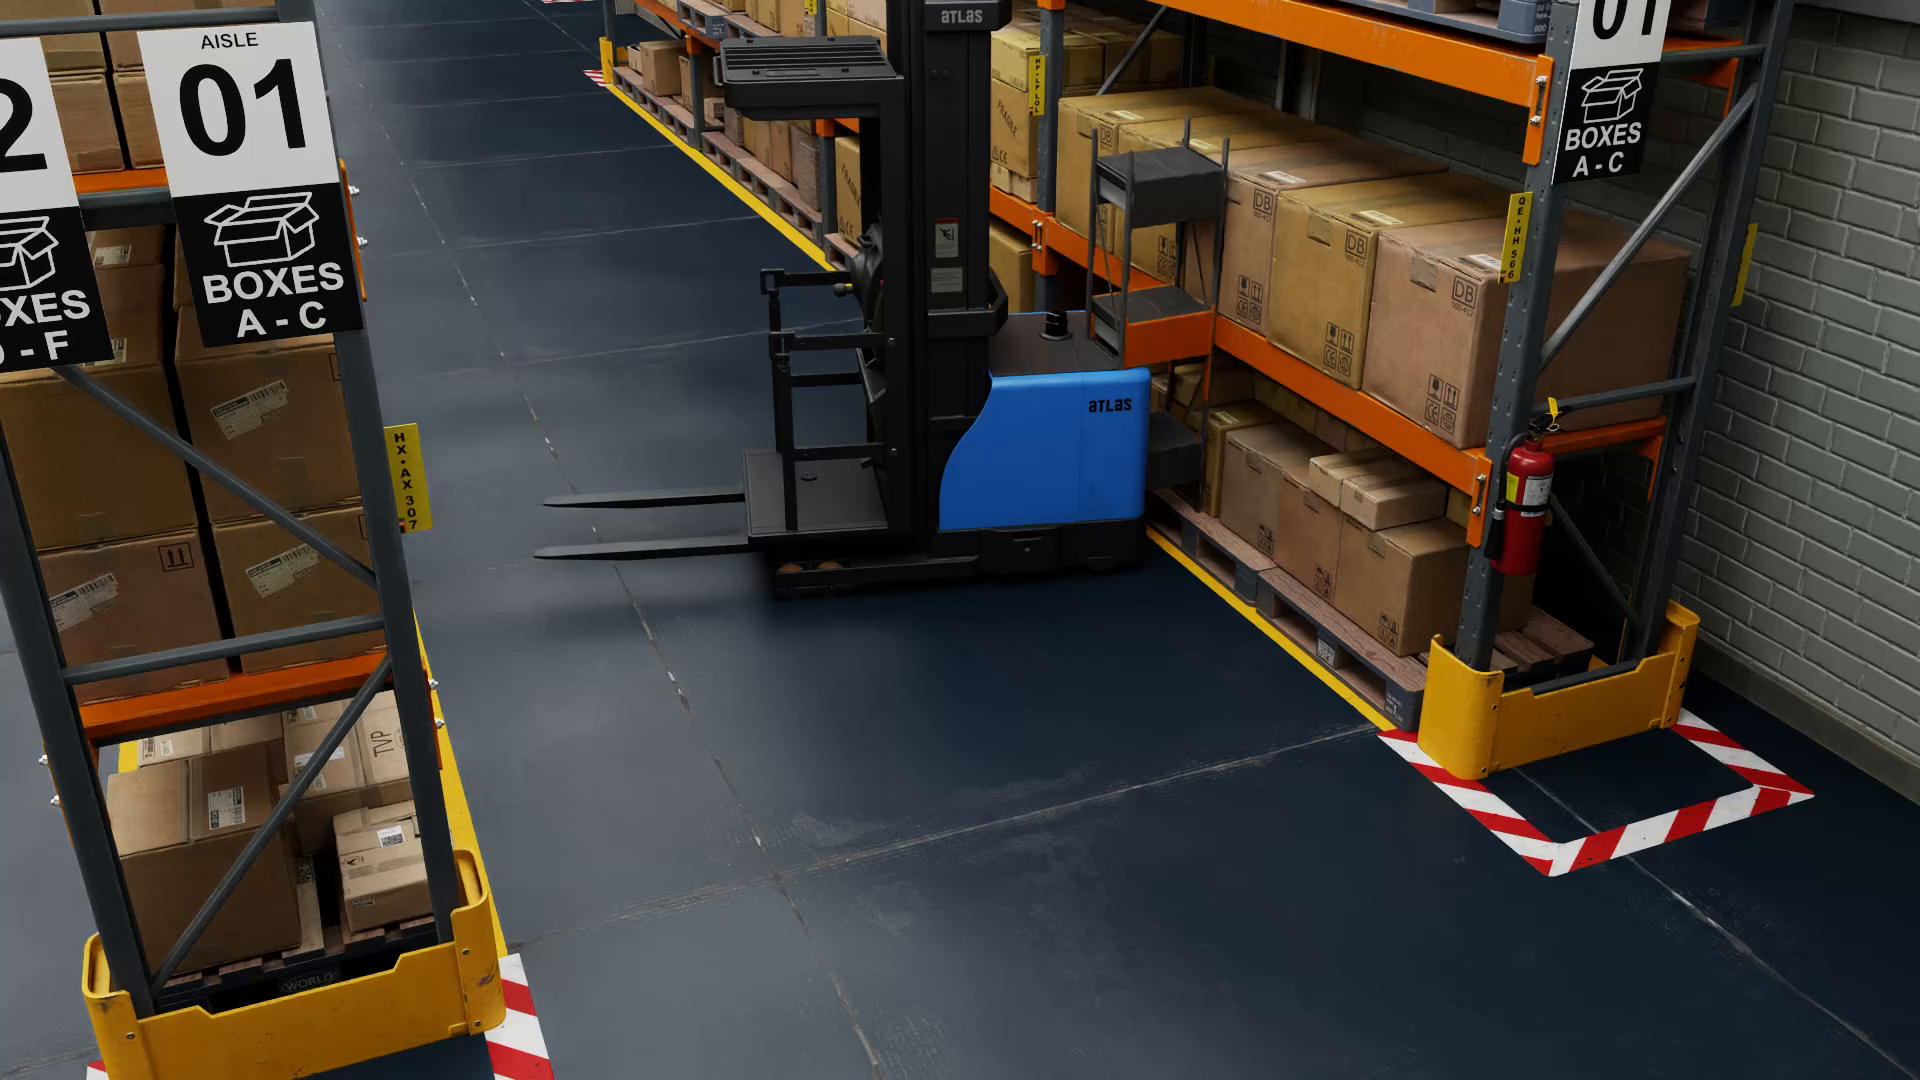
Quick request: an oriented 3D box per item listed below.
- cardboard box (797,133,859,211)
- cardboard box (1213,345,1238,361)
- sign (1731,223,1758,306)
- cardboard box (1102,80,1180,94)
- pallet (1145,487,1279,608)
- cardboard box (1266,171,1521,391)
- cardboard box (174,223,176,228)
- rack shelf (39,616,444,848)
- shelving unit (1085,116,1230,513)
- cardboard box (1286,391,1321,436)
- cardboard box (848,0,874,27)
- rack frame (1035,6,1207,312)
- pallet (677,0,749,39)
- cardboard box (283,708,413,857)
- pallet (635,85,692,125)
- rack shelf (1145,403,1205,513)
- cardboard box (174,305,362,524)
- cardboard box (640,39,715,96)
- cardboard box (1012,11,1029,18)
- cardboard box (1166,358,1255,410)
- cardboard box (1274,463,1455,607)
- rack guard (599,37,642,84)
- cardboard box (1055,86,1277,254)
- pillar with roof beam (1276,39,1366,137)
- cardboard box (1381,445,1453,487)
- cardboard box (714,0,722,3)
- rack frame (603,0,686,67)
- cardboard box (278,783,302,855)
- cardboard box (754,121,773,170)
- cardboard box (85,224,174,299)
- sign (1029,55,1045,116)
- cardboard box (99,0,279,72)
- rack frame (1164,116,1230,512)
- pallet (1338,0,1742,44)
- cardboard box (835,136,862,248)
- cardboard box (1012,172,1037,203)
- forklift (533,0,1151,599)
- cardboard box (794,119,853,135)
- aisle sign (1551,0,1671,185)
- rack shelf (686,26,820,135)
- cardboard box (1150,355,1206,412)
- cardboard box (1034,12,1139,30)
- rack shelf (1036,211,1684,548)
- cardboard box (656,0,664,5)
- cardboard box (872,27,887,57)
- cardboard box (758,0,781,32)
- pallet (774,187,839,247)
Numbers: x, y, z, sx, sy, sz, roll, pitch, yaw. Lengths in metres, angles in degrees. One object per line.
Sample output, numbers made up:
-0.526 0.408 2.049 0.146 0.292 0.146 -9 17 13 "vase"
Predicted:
-0.967 -3.127 14.084 0.700 0.500 0.500 -10 28 -20 "cardboard box"
1.566 -0.968 8.944 0.380 0.149 0.250 -12 28 -22 "cardboard box"
3.009 -1.059 6.423 0.100 0.325 0.005 -11 28 -21 "sign"
0.981 -2.573 10.125 0.500 0.500 0.500 -12 28 -22 "cardboard box"
1.637 -0.089 8.693 1.003 0.211 1.213 -11 28 -21 "pallet"
1.992 -1.172 7.390 0.980 0.700 0.700 -11 28 -21 "cardboard box"
-3.499 -1.351 6.845 0.500 0.500 0.500 -11 28 -22 "cardboard box"
-2.844 -0.173 6.505 1.077 0.370 4.000 -11 28 -21 "rack shelf"
0.929 -0.967 8.197 0.503 2.100 0.431 -12 32 -19 "shelving unit"
1.865 -0.659 8.312 0.380 0.149 0.250 -10 28 -20 "cardboard box"
-0.485 -3.851 11.888 0.500 0.250 0.500 -11 28 -21 "cardboard box"
0.930 -2.156 9.747 1.000 3.000 0.127 -11 28 -21 "rack frame"
-2.038 -4.966 15.721 1.003 0.211 1.213 -11 28 -21 "pallet"
-2.208 0.879 6.163 0.500 0.250 0.500 -11 28 -21 "cardboard box"
-2.980 -4.891 18.527 1.003 0.211 1.213 -11 28 -21 "pallet"
0.932 -0.350 8.555 0.480 0.518 0.431 -12 32 -19 "rack shelf"
-1.992 -0.407 4.912 0.500 0.500 0.500 -10 28 -19 "cardboard box"
-3.117 -5.245 18.422 0.700 0.500 0.500 -12 29 -24 "cardboard box"
0.120 -3.239 10.635 0.500 0.250 0.500 -10 28 -20 "cardboard box"
1.299 -0.813 8.628 0.380 0.149 0.250 -11 28 -22 "cardboard box"
1.934 -0.074 7.854 0.700 0.500 0.500 -11 28 -21 "cardboard box"
-3.740 -5.847 20.155 1.175 0.500 0.348 -11 28 -21 "rack guard"
1.127 -2.069 9.227 0.980 0.700 0.700 -10 28 -20 "cardboard box"
-1.961 -3.978 6.642 9.100 9.000 0.400 -11 28 -21 "pillar with roof beam"
2.164 -0.352 7.683 0.380 0.149 0.250 -10 28 -20 "cardboard box"
-2.035 -5.417 15.811 0.700 0.500 0.500 -10 28 -20 "cardboard box"
-3.770 -7.001 19.669 1.000 3.000 0.127 -11 28 -21 "rack frame"
-2.576 1.031 5.948 0.380 0.166 0.250 -11 28 -21 "cardboard box"
-1.489 -3.753 15.365 0.700 0.500 0.500 -10 28 -20 "cardboard box"
-2.894 -0.728 5.568 0.500 0.500 0.500 -10 28 -19 "cardboard box"
0.434 -2.544 9.312 0.100 0.325 0.005 -11 28 -21 "sign"
-2.022 -1.446 4.475 0.500 0.250 0.500 -11 28 -21 "cardboard box"
1.155 -1.014 8.276 0.015 2.100 0.400 -12 32 -19 "rack frame"
2.196 -2.147 6.411 1.003 0.211 1.213 -11 28 -21 "pallet"
-0.470 -2.674 12.780 0.750 0.750 0.750 -11 28 -21 "cardboard box"
0.537 -2.140 9.978 0.380 0.149 0.250 -10 28 -20 "cardboard box"
-0.623 -1.277 8.025 3.031 2.935 1.130 -4 26 -8 "forklift"
-1.132 -3.705 14.412 0.500 0.250 0.500 -10 28 -20 "cardboard box"
2.248 -1.629 5.704 0.394 0.787 0.004 -11 28 -21 "aisle sign"
-1.420 -4.255 14.866 1.077 0.370 4.000 -11 28 -21 "rack shelf"
1.322 -0.699 9.133 0.700 0.500 0.500 -11 28 -21 "cardboard box"
0.778 -3.121 10.393 0.500 0.250 0.500 -10 28 -20 "cardboard box"
1.713 -1.025 8.251 1.077 0.370 4.000 -11 28 -21 "rack shelf"
-2.855 -5.669 17.090 0.500 0.250 0.500 -10 28 -20 "cardboard box"
-0.292 -3.305 11.624 0.500 0.500 0.500 -11 28 -21 "cardboard box"
-1.338 -4.701 14.344 0.700 0.500 0.500 -11 28 -21 "cardboard box"
-0.942 -2.834 14.313 1.003 0.211 1.213 -11 28 -21 "pallet"
